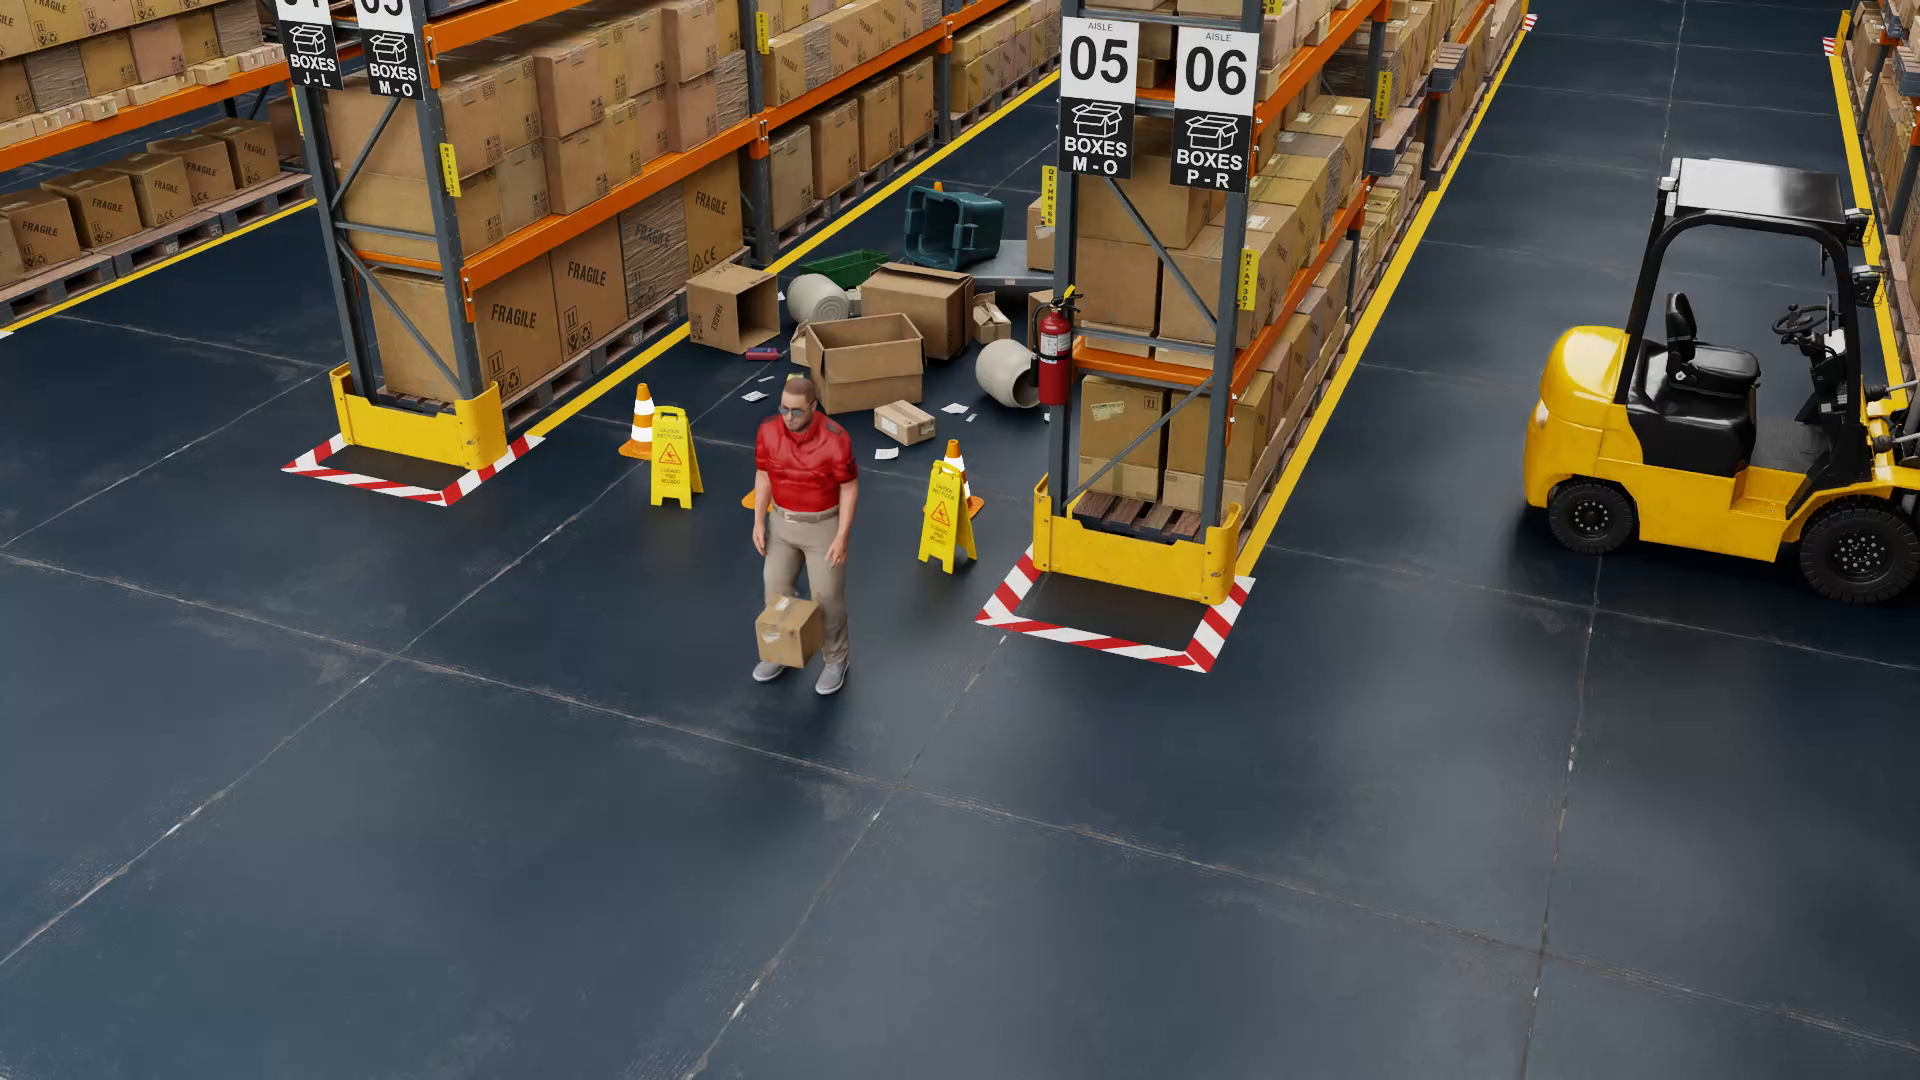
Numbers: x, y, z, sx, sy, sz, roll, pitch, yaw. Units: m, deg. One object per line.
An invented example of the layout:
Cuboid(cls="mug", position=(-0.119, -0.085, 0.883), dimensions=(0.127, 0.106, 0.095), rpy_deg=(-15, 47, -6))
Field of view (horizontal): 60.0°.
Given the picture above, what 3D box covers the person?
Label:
Cuboid(cls="person", position=(-0.791, -0.045, 8.490), dimensions=(0.566, 1.729, 0.391), rpy_deg=(10, 31, 18))
